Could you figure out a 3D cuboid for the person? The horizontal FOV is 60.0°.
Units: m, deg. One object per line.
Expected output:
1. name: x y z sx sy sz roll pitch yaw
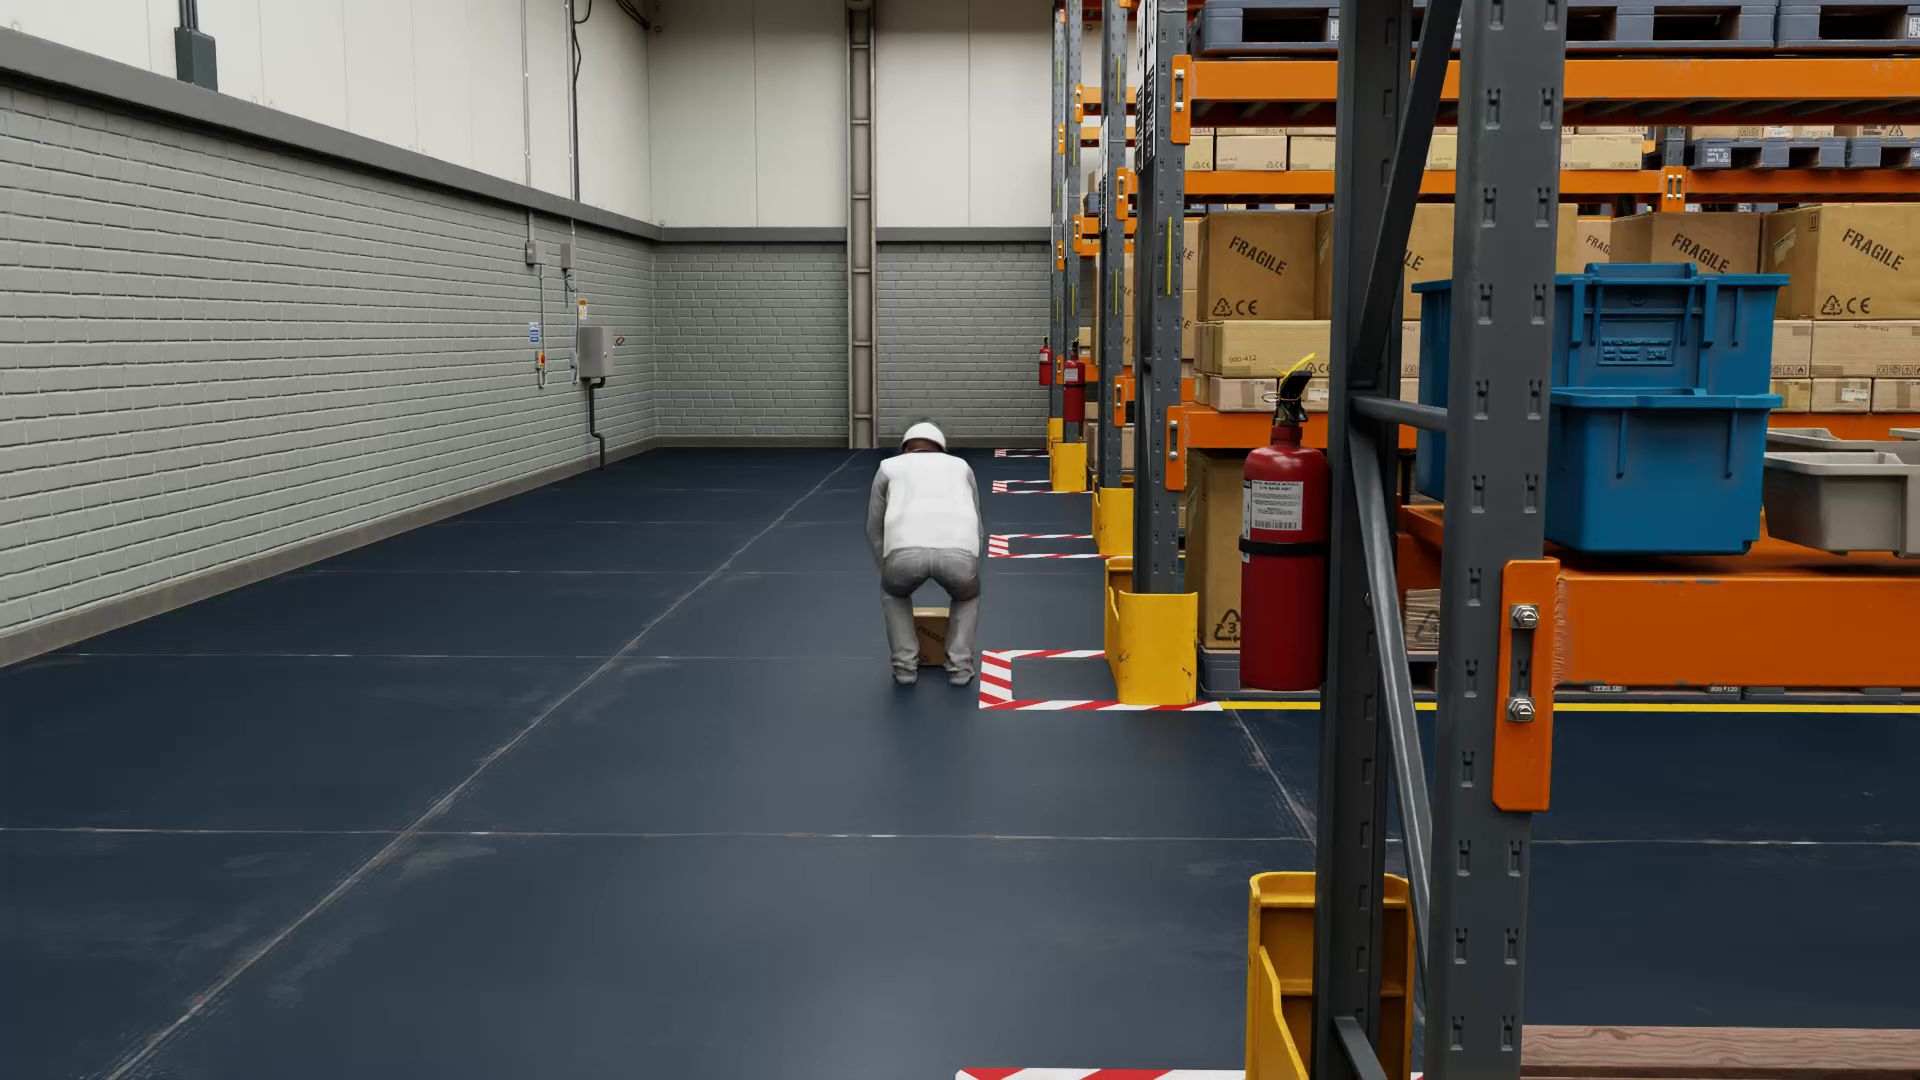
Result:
1. person: -0.173 0.058 7.972 0.573 1.211 0.851 0 7 1
